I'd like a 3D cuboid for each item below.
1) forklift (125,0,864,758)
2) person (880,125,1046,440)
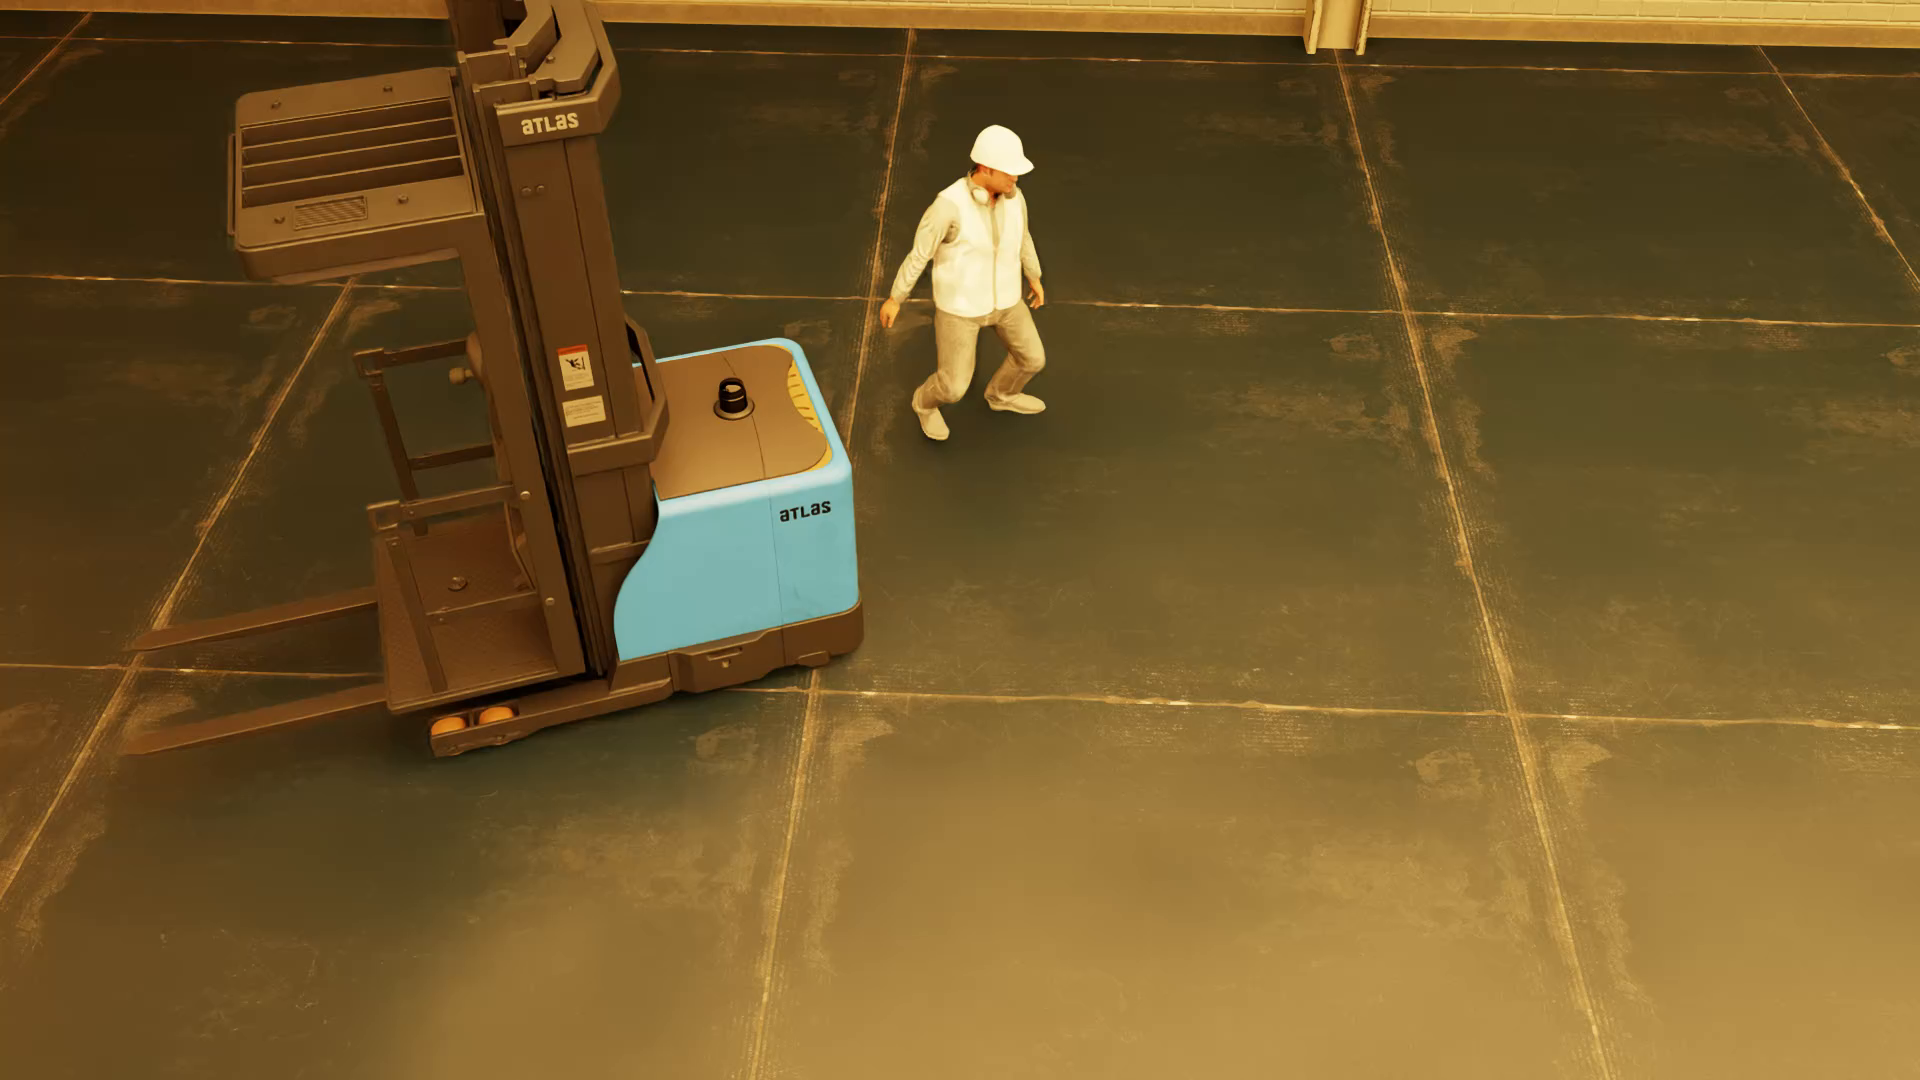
[{"bbox_3d":[-1.998,-0.585,6.383,3.031,2.935,1.130,-12,44,-13],"label":"forklift"},{"bbox_3d":[0.030,-1.207,7.989,0.873,1.699,0.486,-21,46,-21],"label":"person"}]
